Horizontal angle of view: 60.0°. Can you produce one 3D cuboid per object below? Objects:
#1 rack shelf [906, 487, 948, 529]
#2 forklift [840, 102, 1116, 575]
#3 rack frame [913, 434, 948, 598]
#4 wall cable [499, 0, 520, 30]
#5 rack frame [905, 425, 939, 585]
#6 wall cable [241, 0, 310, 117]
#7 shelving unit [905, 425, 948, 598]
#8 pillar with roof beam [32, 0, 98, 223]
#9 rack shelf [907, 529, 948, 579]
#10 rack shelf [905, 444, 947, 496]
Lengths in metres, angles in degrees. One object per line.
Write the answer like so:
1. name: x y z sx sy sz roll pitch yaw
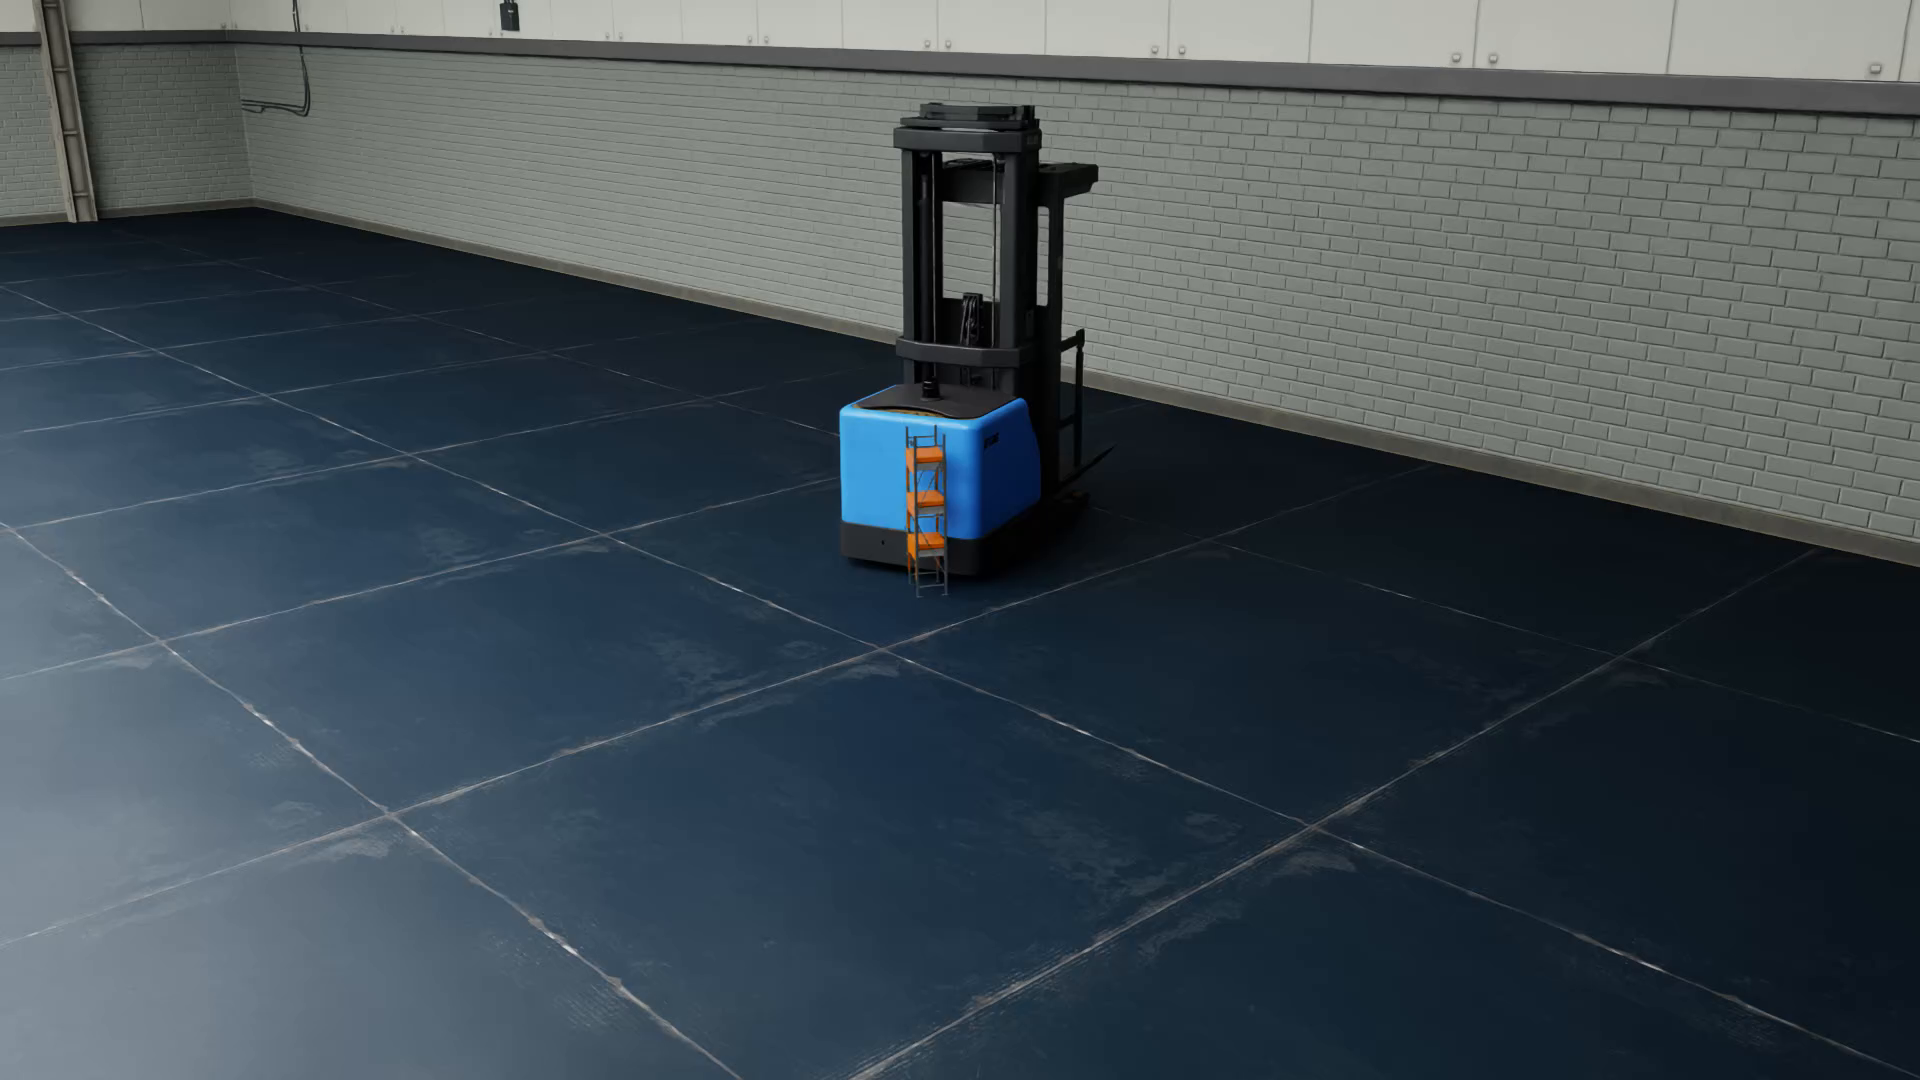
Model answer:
1. rack shelf: -0.210 -0.169 10.456 0.215 0.259 0.240 -5 19 -13
2. forklift: 0.293 -1.577 11.719 1.130 2.935 3.031 8 20 24
3. rack frame: -0.182 -0.143 10.340 0.200 1.050 0.008 -5 19 -13
4. wall cable: -5.426 -9.547 20.946 0.169 6.003 2.305 -16 24 -41
5. rack frame: -0.238 -0.216 10.566 0.200 1.050 0.008 -5 19 -13
6. wall cable: -11.937 -8.583 28.522 0.112 2.526 3.097 -16 24 -41
7. shelving unit: -0.210 -0.179 10.453 0.215 1.050 0.252 -5 19 -13
8. pillar with roof beam: -12.029 -8.767 24.056 0.400 9.000 9.100 -16 24 -41
9. rack shelf: -0.207 0.095 10.542 0.215 0.259 0.240 -5 19 -13
10. rack shelf: -0.213 -0.439 10.368 0.215 0.259 0.240 -5 19 -13
